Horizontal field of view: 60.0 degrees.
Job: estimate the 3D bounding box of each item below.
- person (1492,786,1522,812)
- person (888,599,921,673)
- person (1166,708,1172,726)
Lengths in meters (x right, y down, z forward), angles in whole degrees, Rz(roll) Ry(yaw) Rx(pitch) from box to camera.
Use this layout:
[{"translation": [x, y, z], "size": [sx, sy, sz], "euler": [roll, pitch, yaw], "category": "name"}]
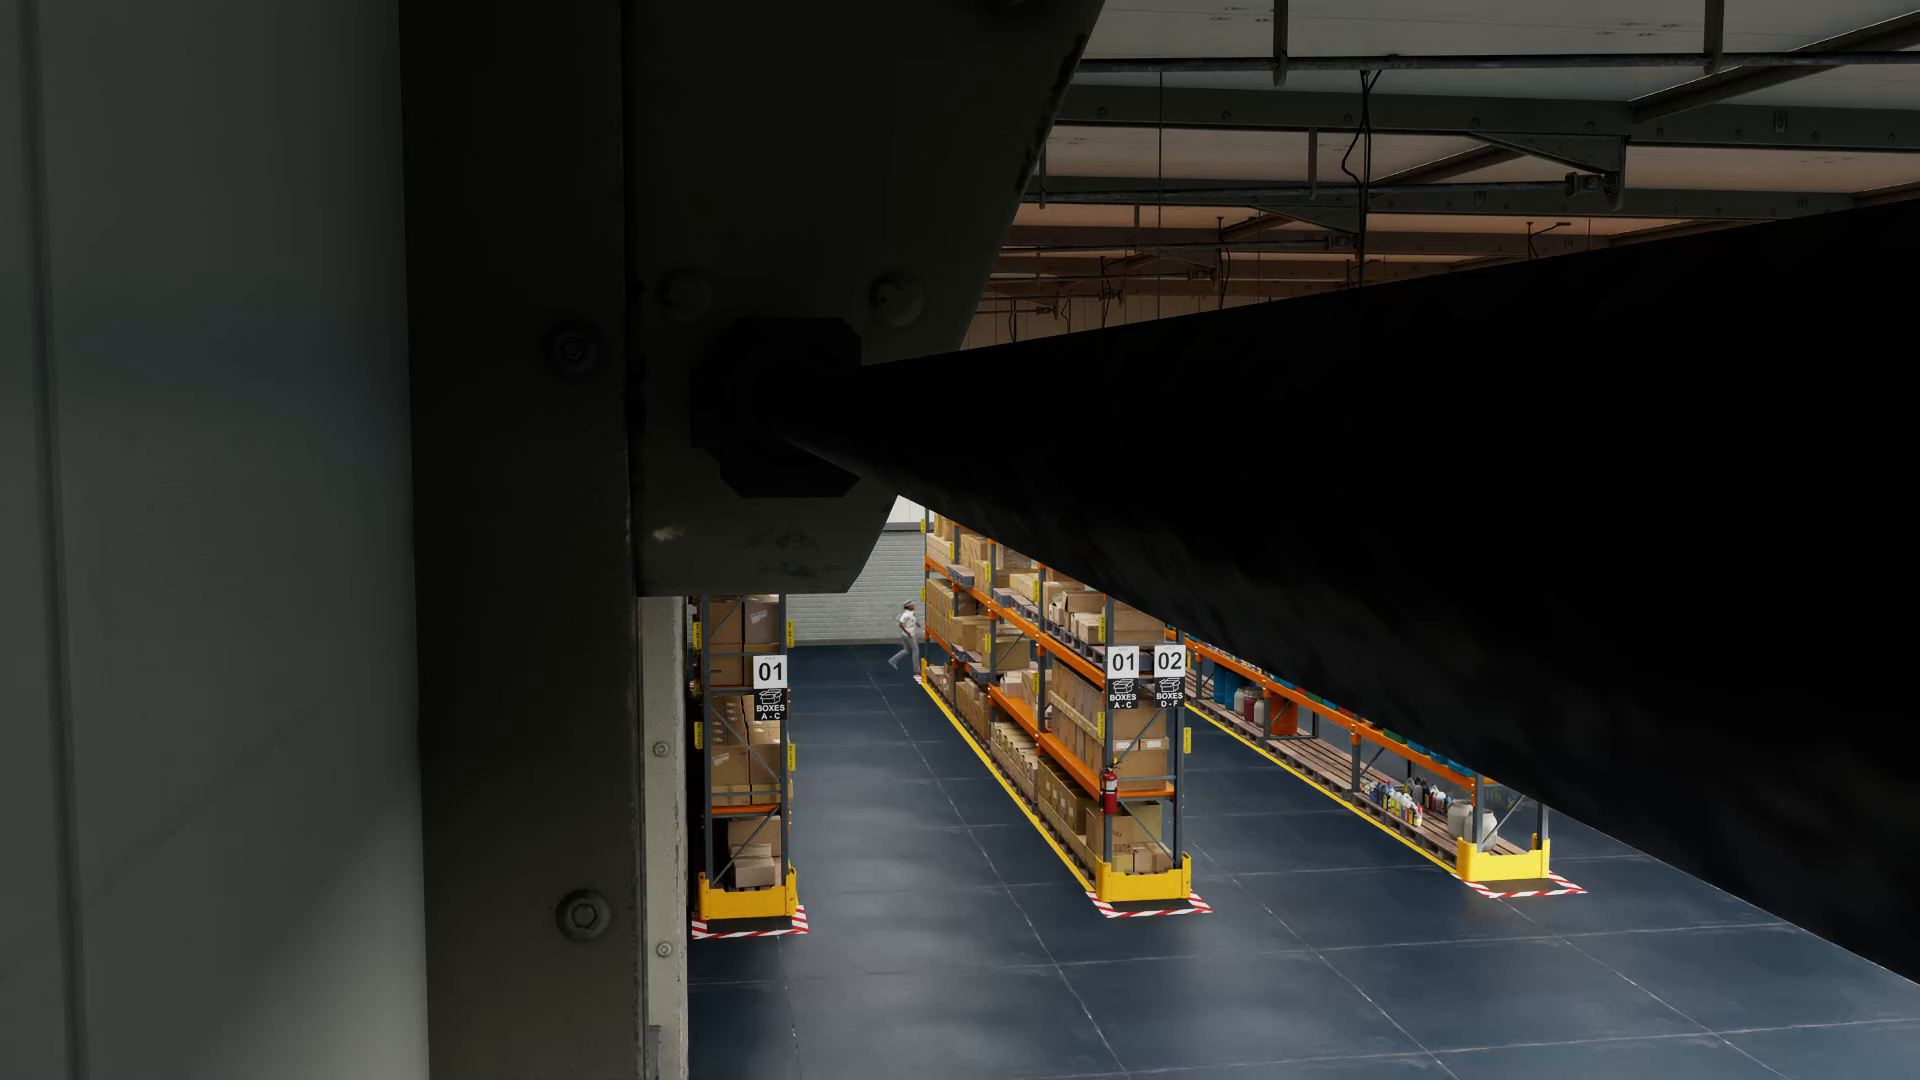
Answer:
[{"translation": [8.406, 3.260, 25.250], "size": [0.717, 1.717, 0.591], "euler": [-2, 6, -25], "category": "person"}, {"translation": [-1.206, 2.178, 37.681], "size": [0.861, 1.714, 0.569], "euler": [0, 5, -5], "category": "person"}, {"translation": [3.861, 2.754, 31.242], "size": [0.637, 1.653, 0.736], "euler": [0, 5, 5], "category": "person"}]
